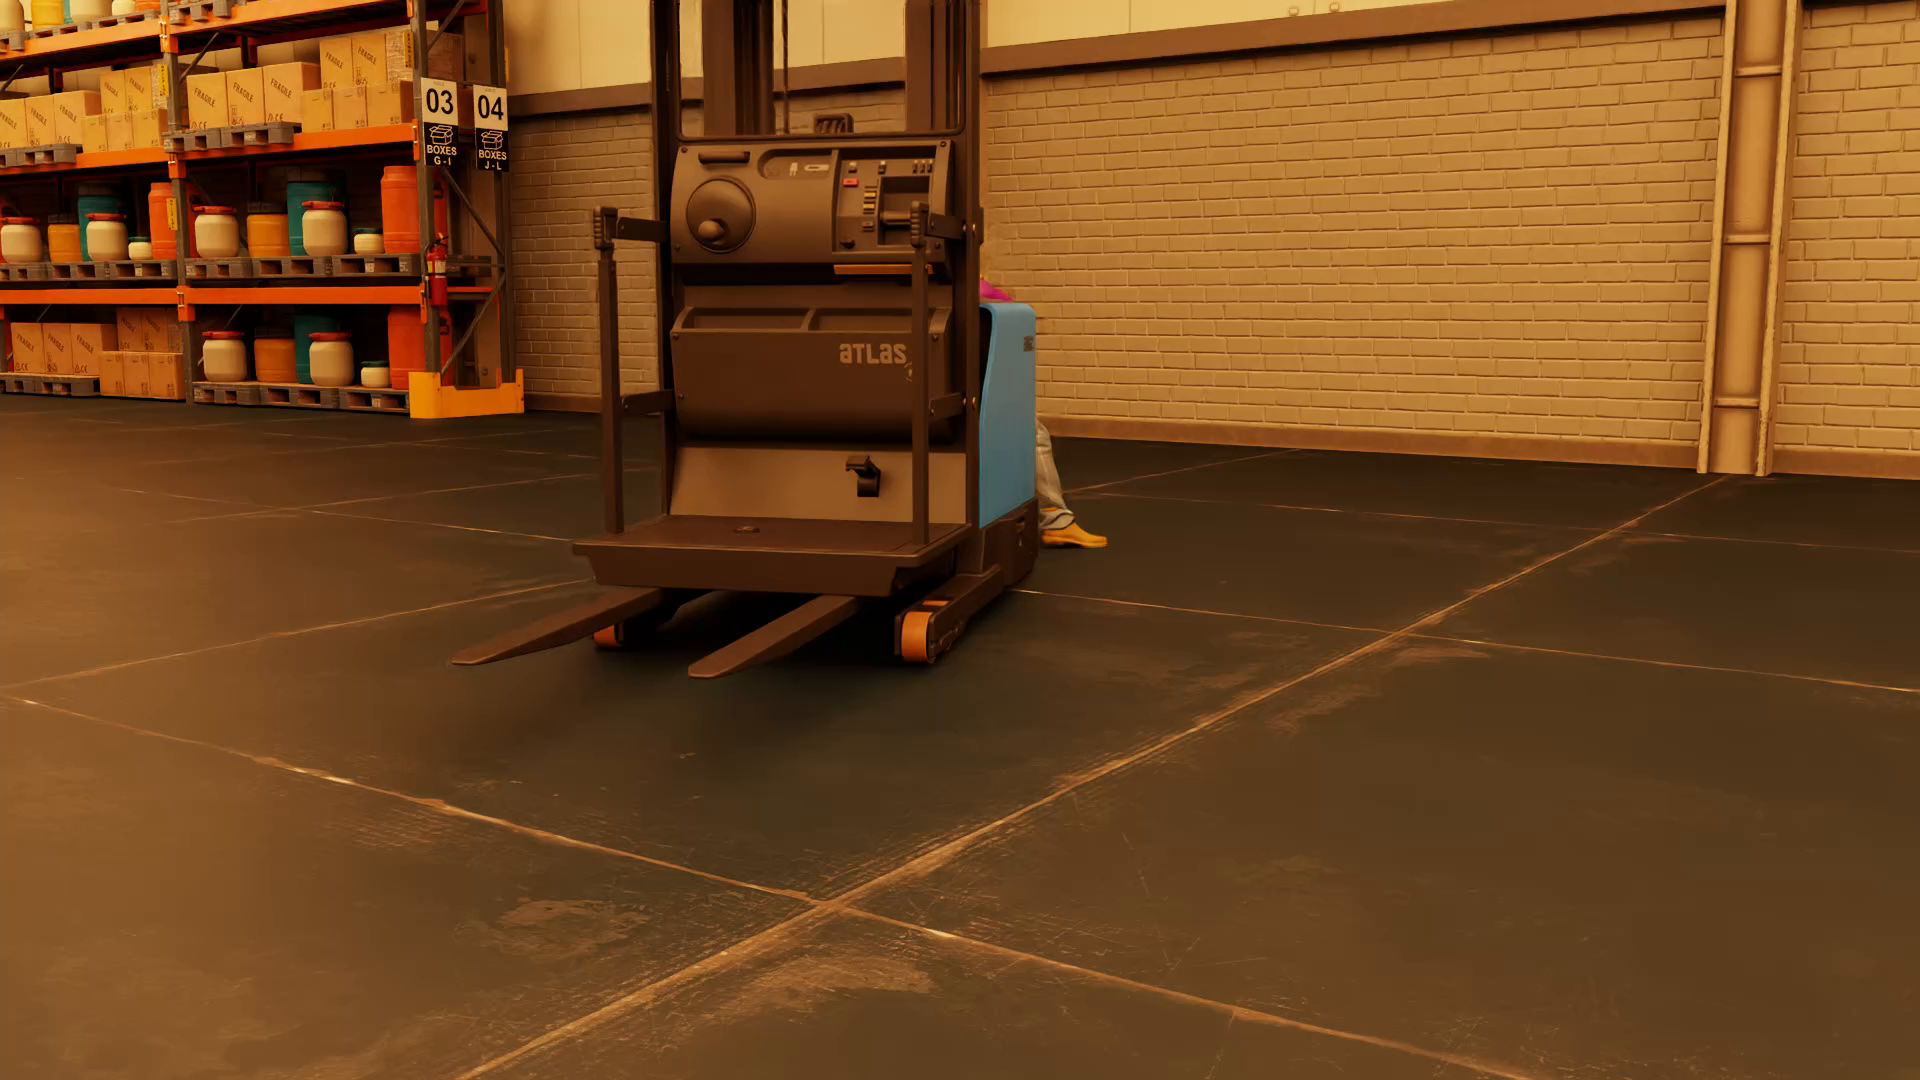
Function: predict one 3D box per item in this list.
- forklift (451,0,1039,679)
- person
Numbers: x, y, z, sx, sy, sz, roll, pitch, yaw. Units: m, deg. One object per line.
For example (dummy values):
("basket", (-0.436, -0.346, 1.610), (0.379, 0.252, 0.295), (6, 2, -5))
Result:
("forklift", (-0.535, -1.135, 5.174), (1.130, 2.935, 3.031), (2, 8, 14))
("person", (-0.122, -0.720, 7.552), (1.599, 1.457, 0.783), (4, 9, 27))
